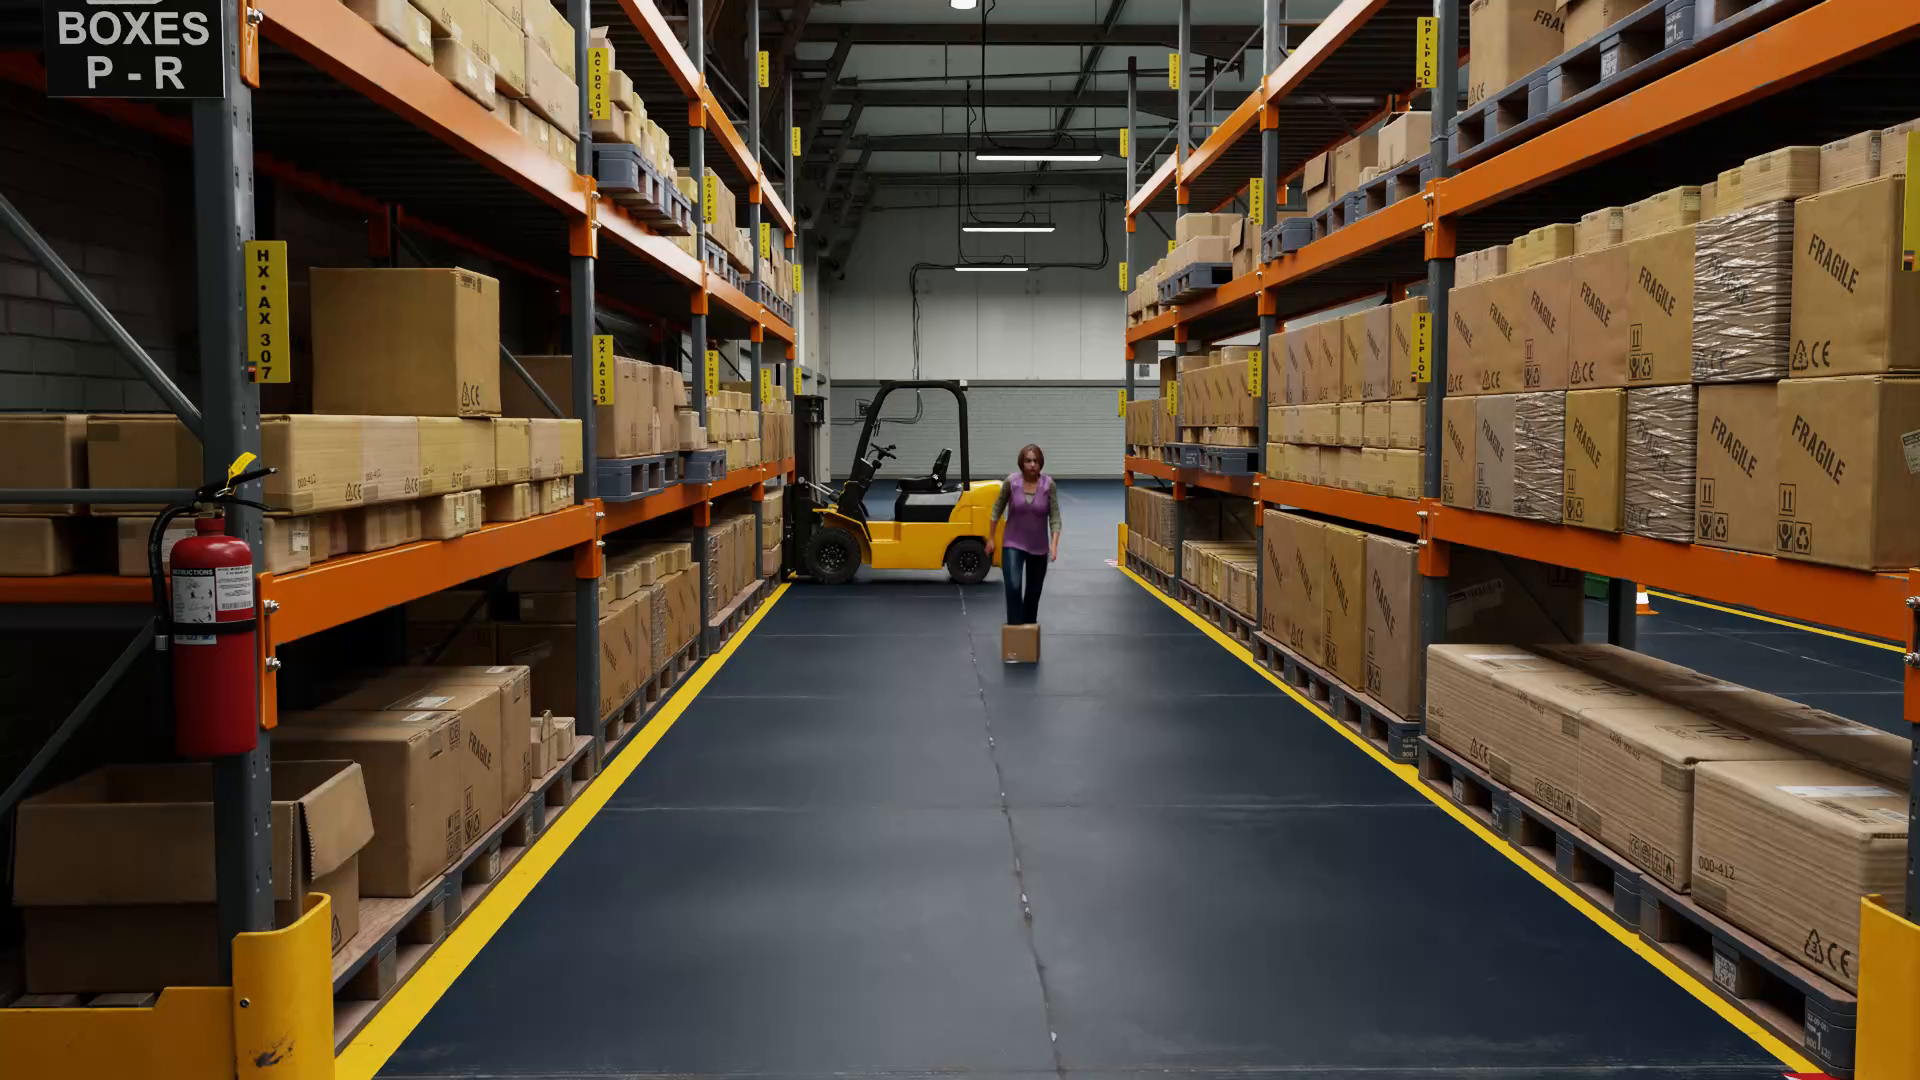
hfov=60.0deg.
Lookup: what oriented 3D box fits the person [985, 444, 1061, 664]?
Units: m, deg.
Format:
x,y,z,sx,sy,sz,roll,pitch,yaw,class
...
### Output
x,y,z,sx,sy,sz,roll,pitch,yaw,class
0.459,0.076,12.039,0.520,1.549,0.855,-1,4,-7,person
